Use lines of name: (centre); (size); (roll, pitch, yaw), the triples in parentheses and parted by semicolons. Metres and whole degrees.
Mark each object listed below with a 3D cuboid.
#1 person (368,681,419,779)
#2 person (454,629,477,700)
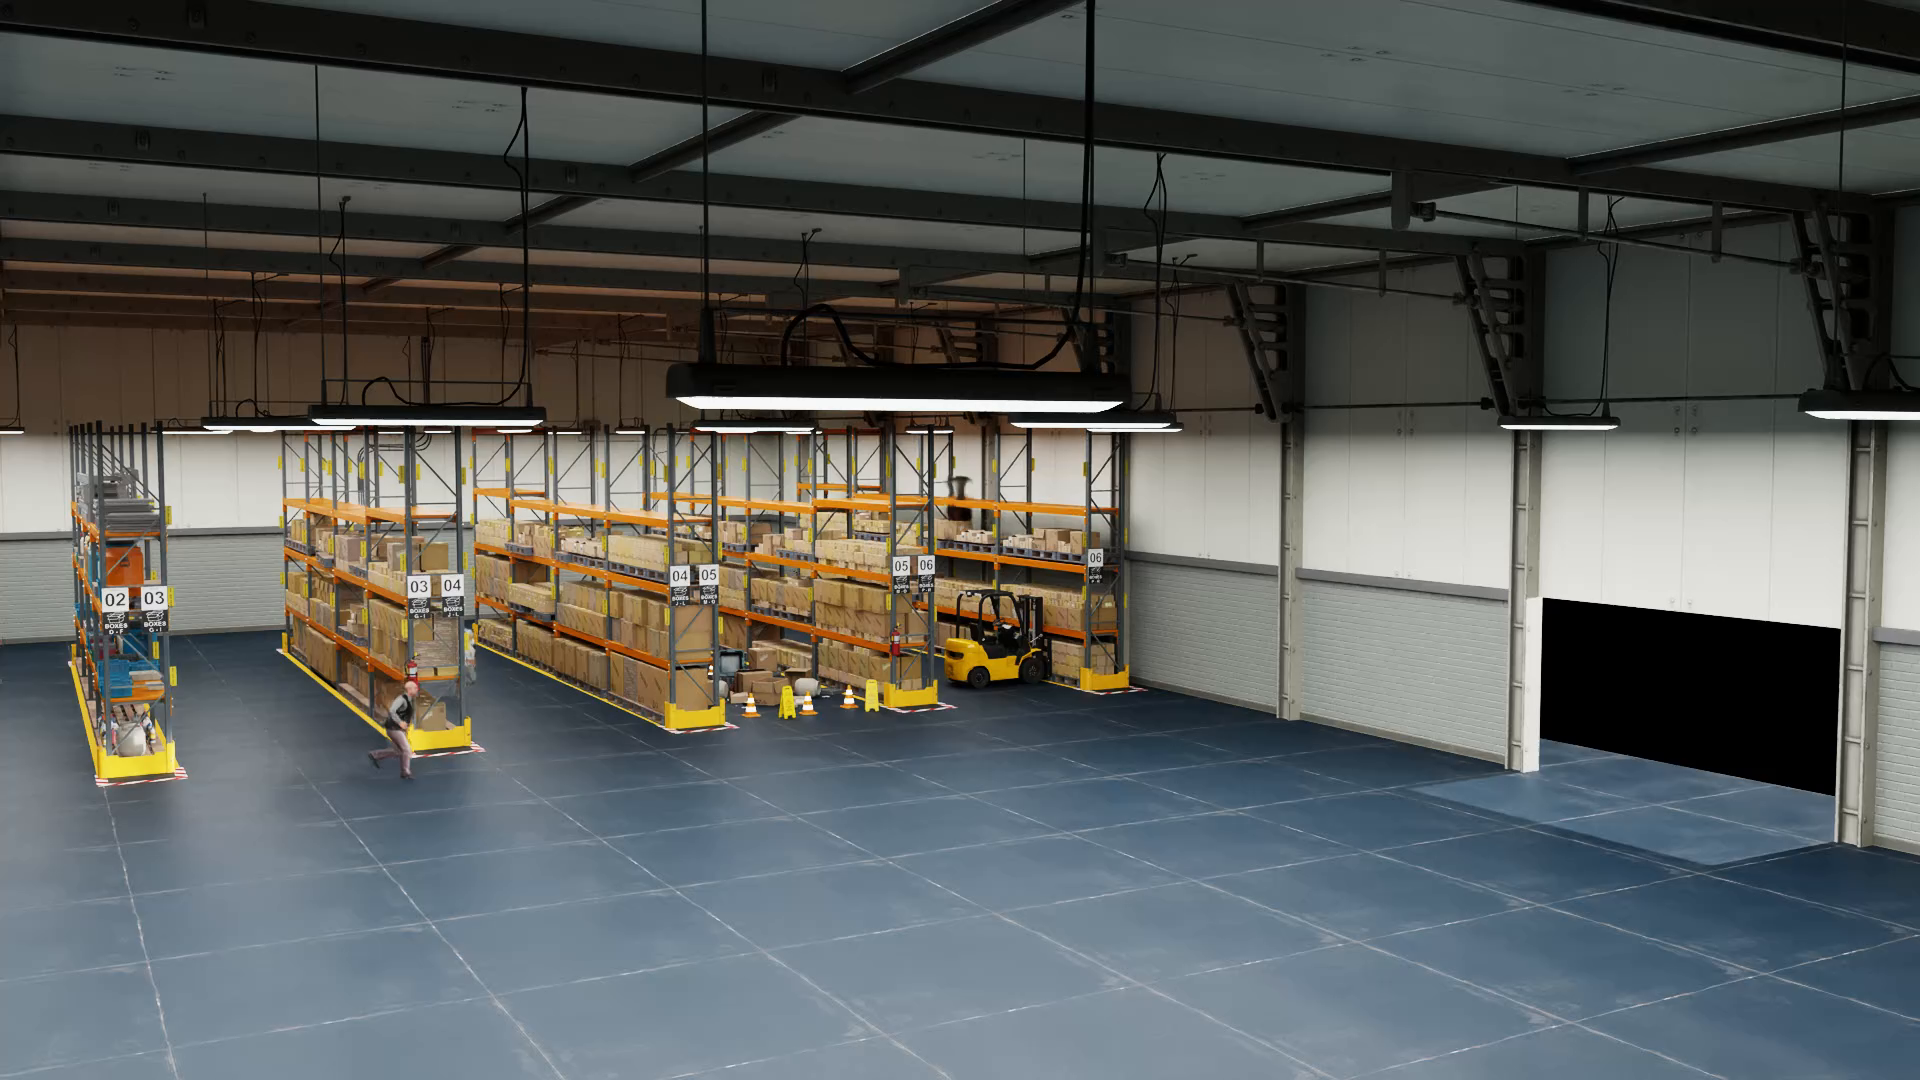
person: (-9.492, 3.199, 27.810); (0.890, 1.675, 0.659); (0, 4, 6)
person: (-10.781, 2.710, 36.214); (0.691, 1.555, 0.589); (2, 4, 28)
